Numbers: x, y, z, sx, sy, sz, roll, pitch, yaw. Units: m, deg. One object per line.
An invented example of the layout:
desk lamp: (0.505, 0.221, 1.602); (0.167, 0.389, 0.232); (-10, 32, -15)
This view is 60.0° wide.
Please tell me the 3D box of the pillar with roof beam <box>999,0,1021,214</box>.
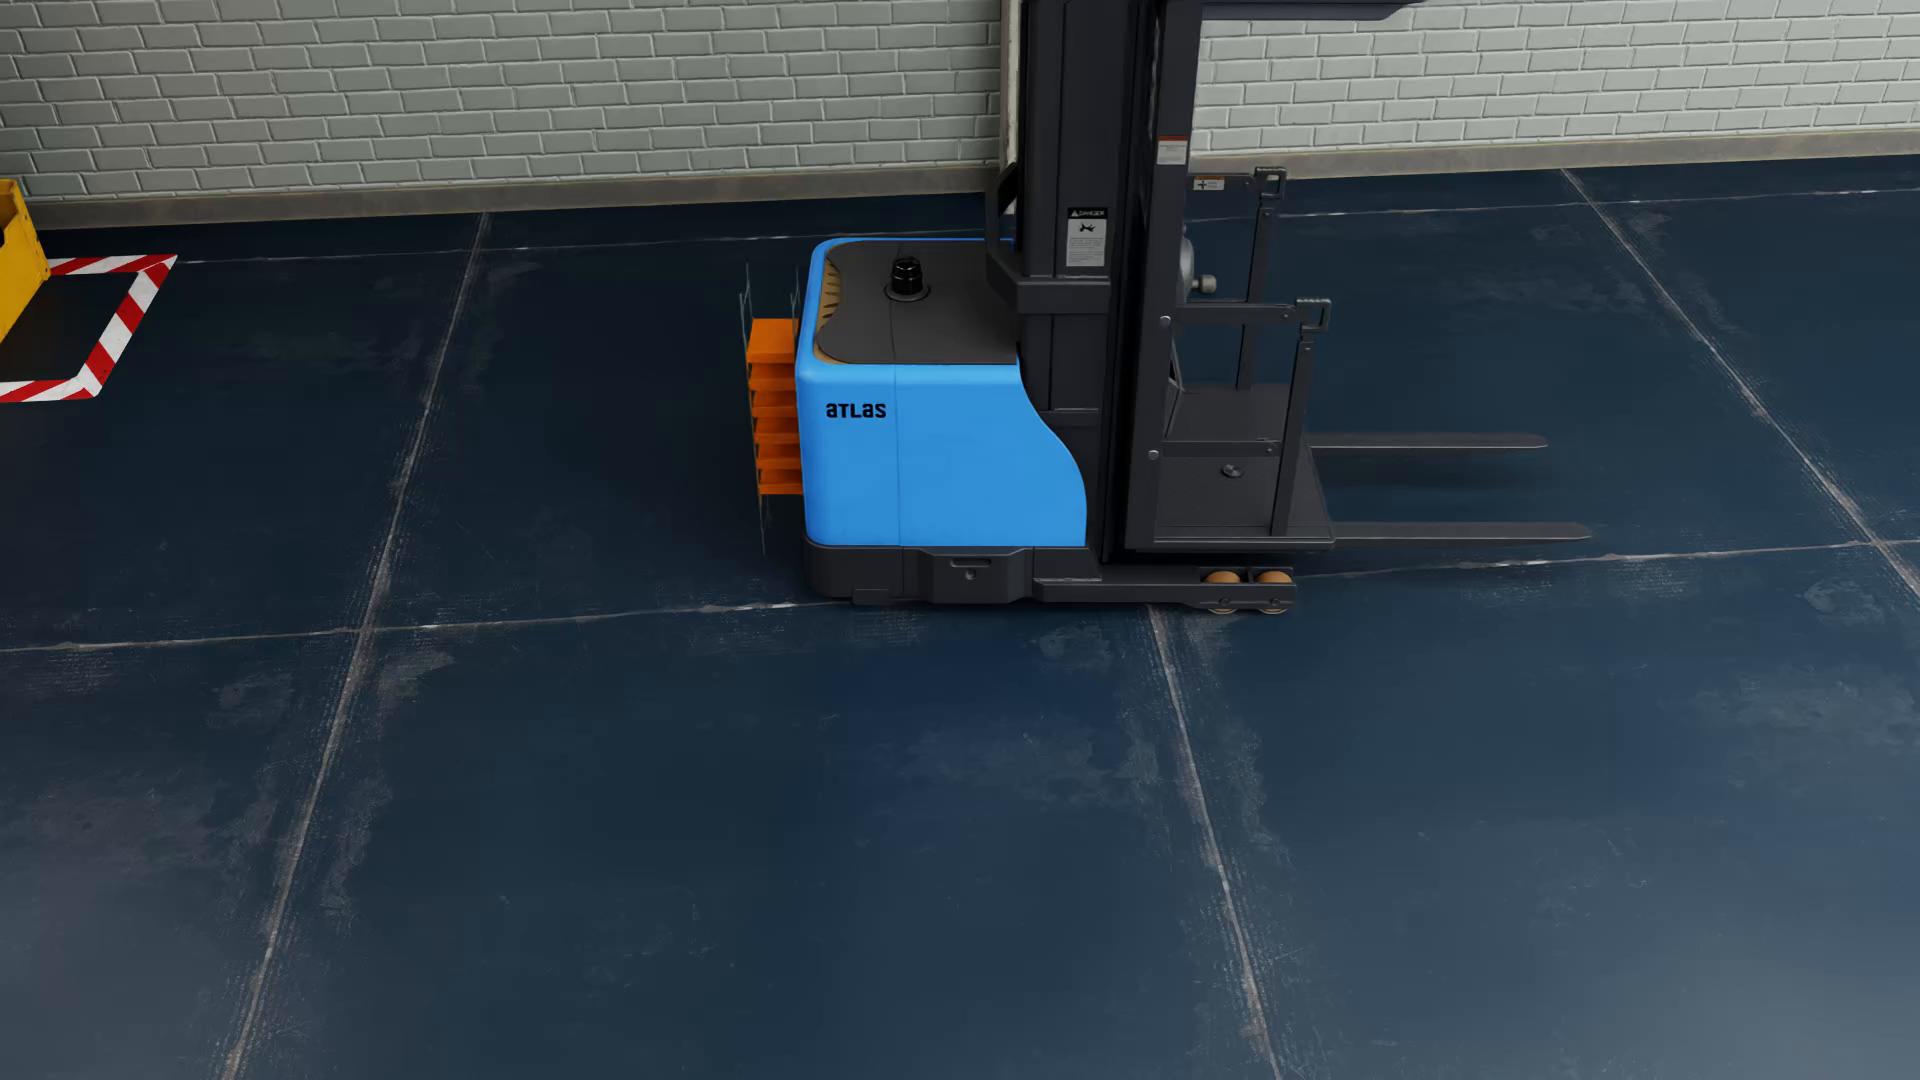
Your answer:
pillar with roof beam: (0.808, -2.743, 2.962); (0.400, 9.000, 9.100); (-3, 38, -4)

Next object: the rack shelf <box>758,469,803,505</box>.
rack shelf: (-0.691, -0.252, 6.560); (0.180, 0.103, 0.258); (0, 38, 0)

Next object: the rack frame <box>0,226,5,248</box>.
rack frame: (-4.777, -2.197, 7.113); (0.127, 3.000, 1.000); (-3, 38, -4)

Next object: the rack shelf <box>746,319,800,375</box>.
rack shelf: (-0.691, -0.723, 6.188); (0.180, 0.103, 0.258); (0, 38, 0)

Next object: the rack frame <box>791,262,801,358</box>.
rack frame: (-0.600, -0.475, 6.383); (0.006, 1.200, 0.240); (0, 38, 0)

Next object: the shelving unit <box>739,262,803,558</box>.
shelving unit: (-0.691, -0.475, 6.383); (0.189, 1.200, 0.258); (0, 38, 0)

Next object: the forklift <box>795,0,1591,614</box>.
forklift: (0.921, -1.198, 5.902); (3.031, 2.935, 1.130); (0, 38, 0)

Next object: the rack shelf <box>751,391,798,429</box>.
rack shelf: (-0.691, -0.534, 6.337); (0.180, 0.103, 0.258); (0, 38, 0)

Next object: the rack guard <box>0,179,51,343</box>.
rack guard: (-4.753, -1.217, 7.889); (0.348, 0.500, 1.175); (-3, 38, -4)

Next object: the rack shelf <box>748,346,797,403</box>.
rack shelf: (-0.691, -0.628, 6.262); (0.180, 0.103, 0.258); (0, 38, 0)

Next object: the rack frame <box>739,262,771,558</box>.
rack frame: (-0.783, -0.475, 6.383); (0.006, 1.200, 0.240); (0, 38, 0)

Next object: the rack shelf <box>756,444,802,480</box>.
rack shelf: (-0.691, -0.346, 6.485); (0.180, 0.103, 0.258); (0, 38, 0)

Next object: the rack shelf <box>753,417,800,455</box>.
rack shelf: (-0.691, -0.440, 6.411); (0.180, 0.103, 0.258); (0, 38, 0)
